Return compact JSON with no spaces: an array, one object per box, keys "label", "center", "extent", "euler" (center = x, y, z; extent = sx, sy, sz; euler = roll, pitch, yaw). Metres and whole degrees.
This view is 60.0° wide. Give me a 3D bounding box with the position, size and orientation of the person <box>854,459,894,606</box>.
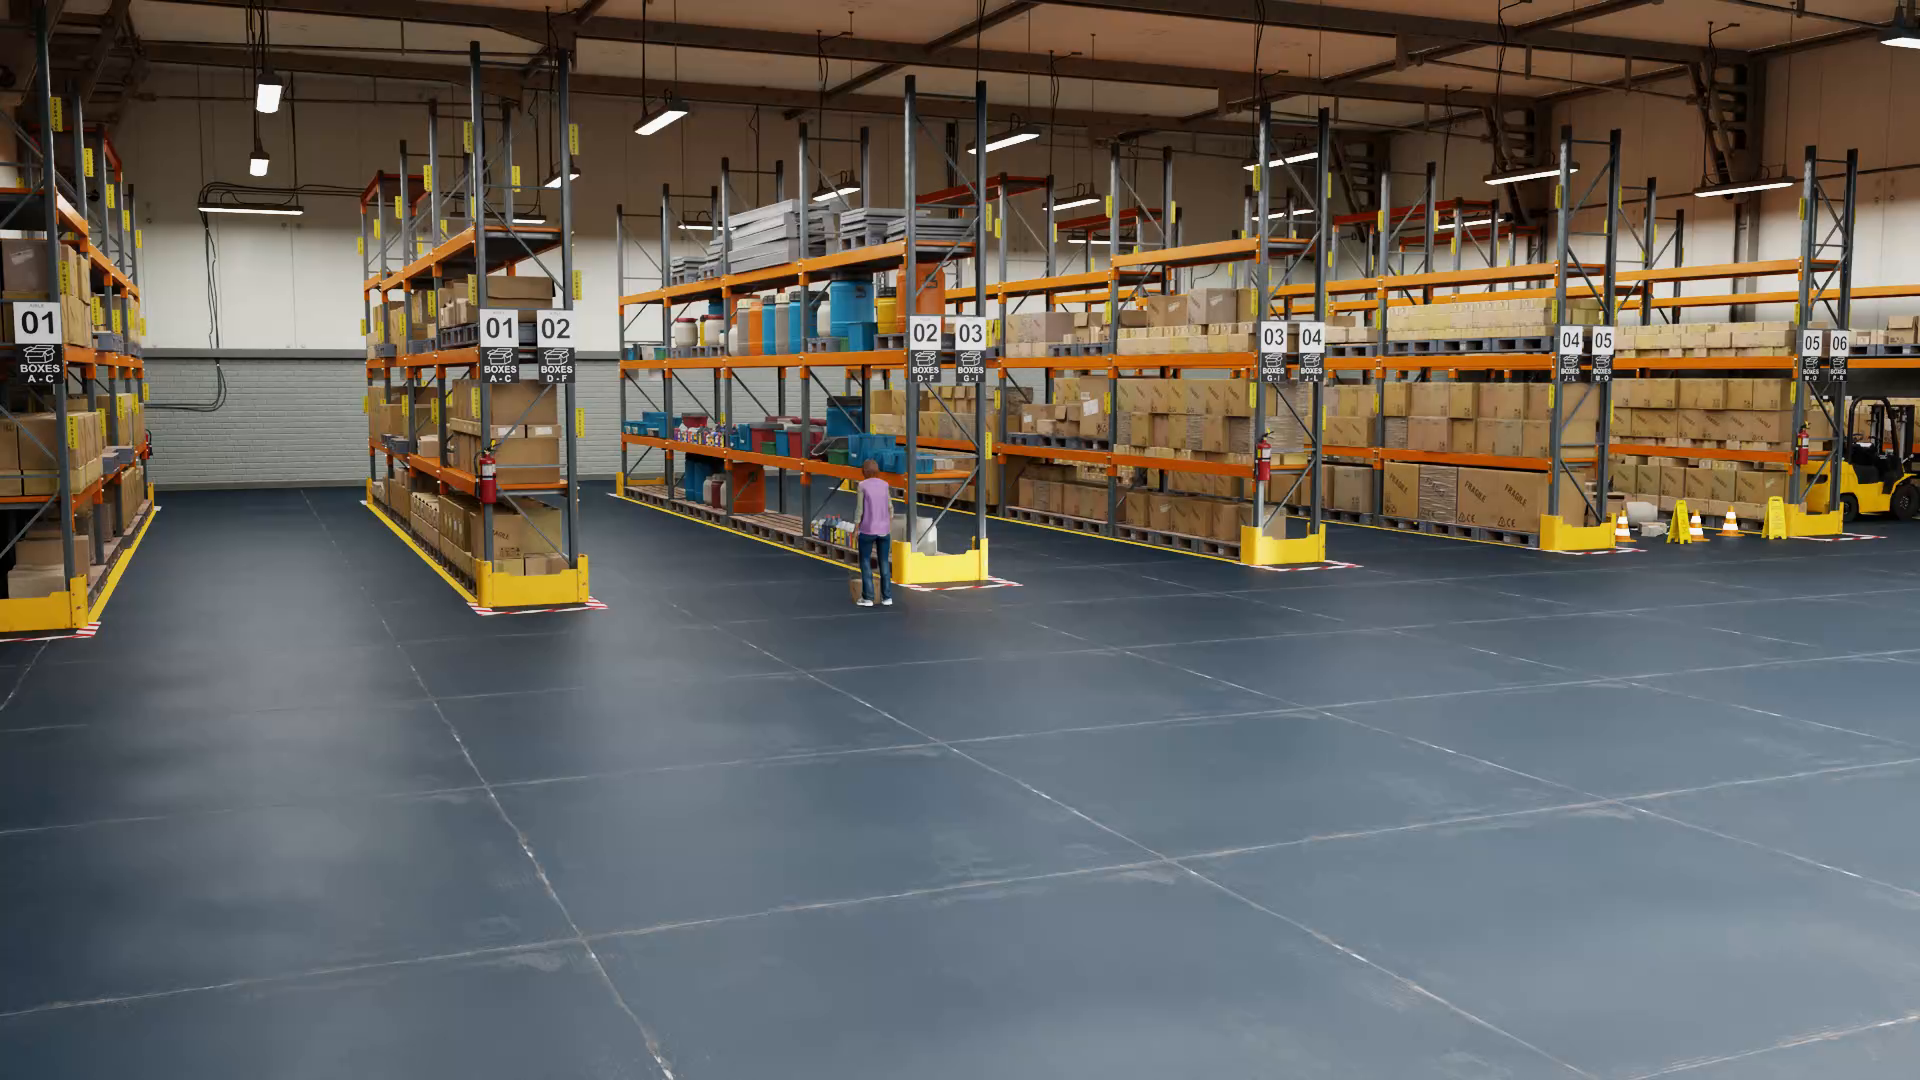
[{"label":"person","center":[-0.936,-0.079,18.031],"extent":[0.464,1.591,0.343],"euler":[-3,6,-26]}]
